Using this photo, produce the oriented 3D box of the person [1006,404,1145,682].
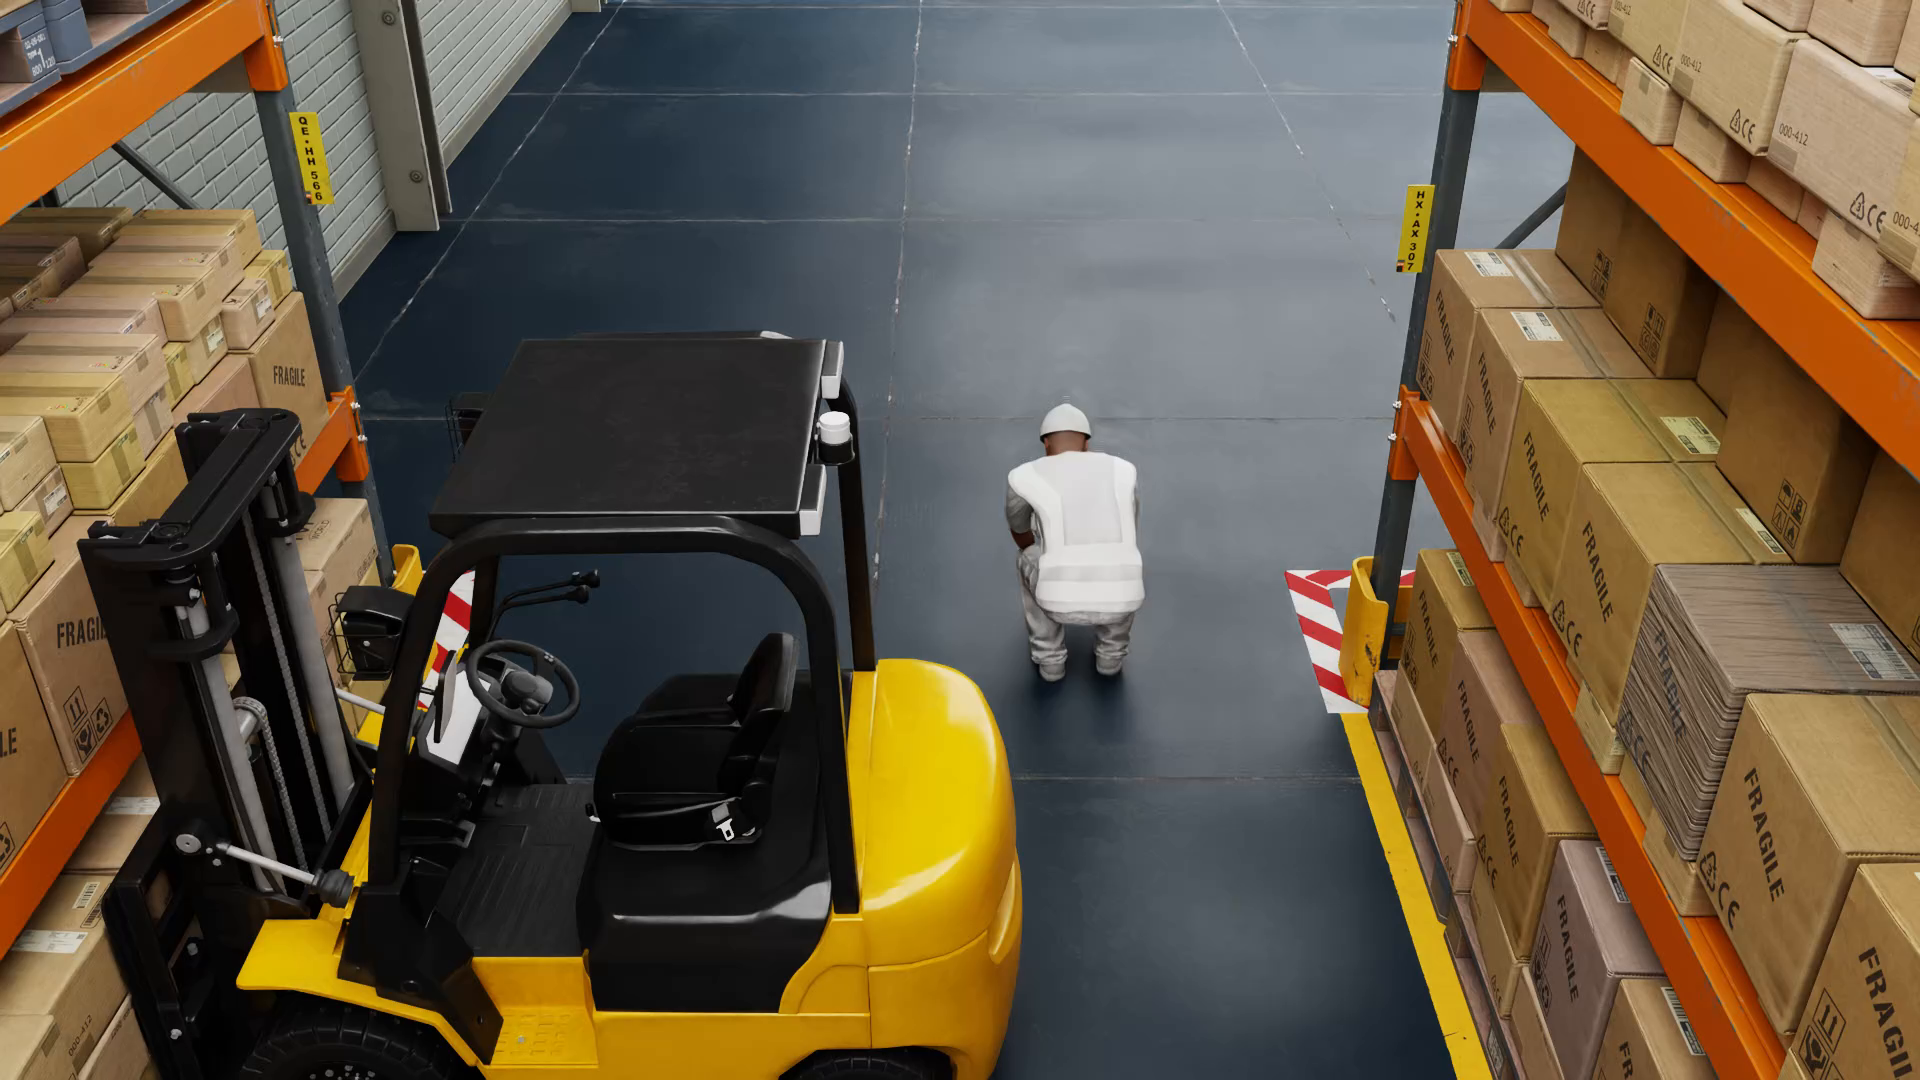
[{"bbox_3d":[0.473,0.029,6.835,0.570,0.994,0.908,0,31,0],"label":"person"}]
